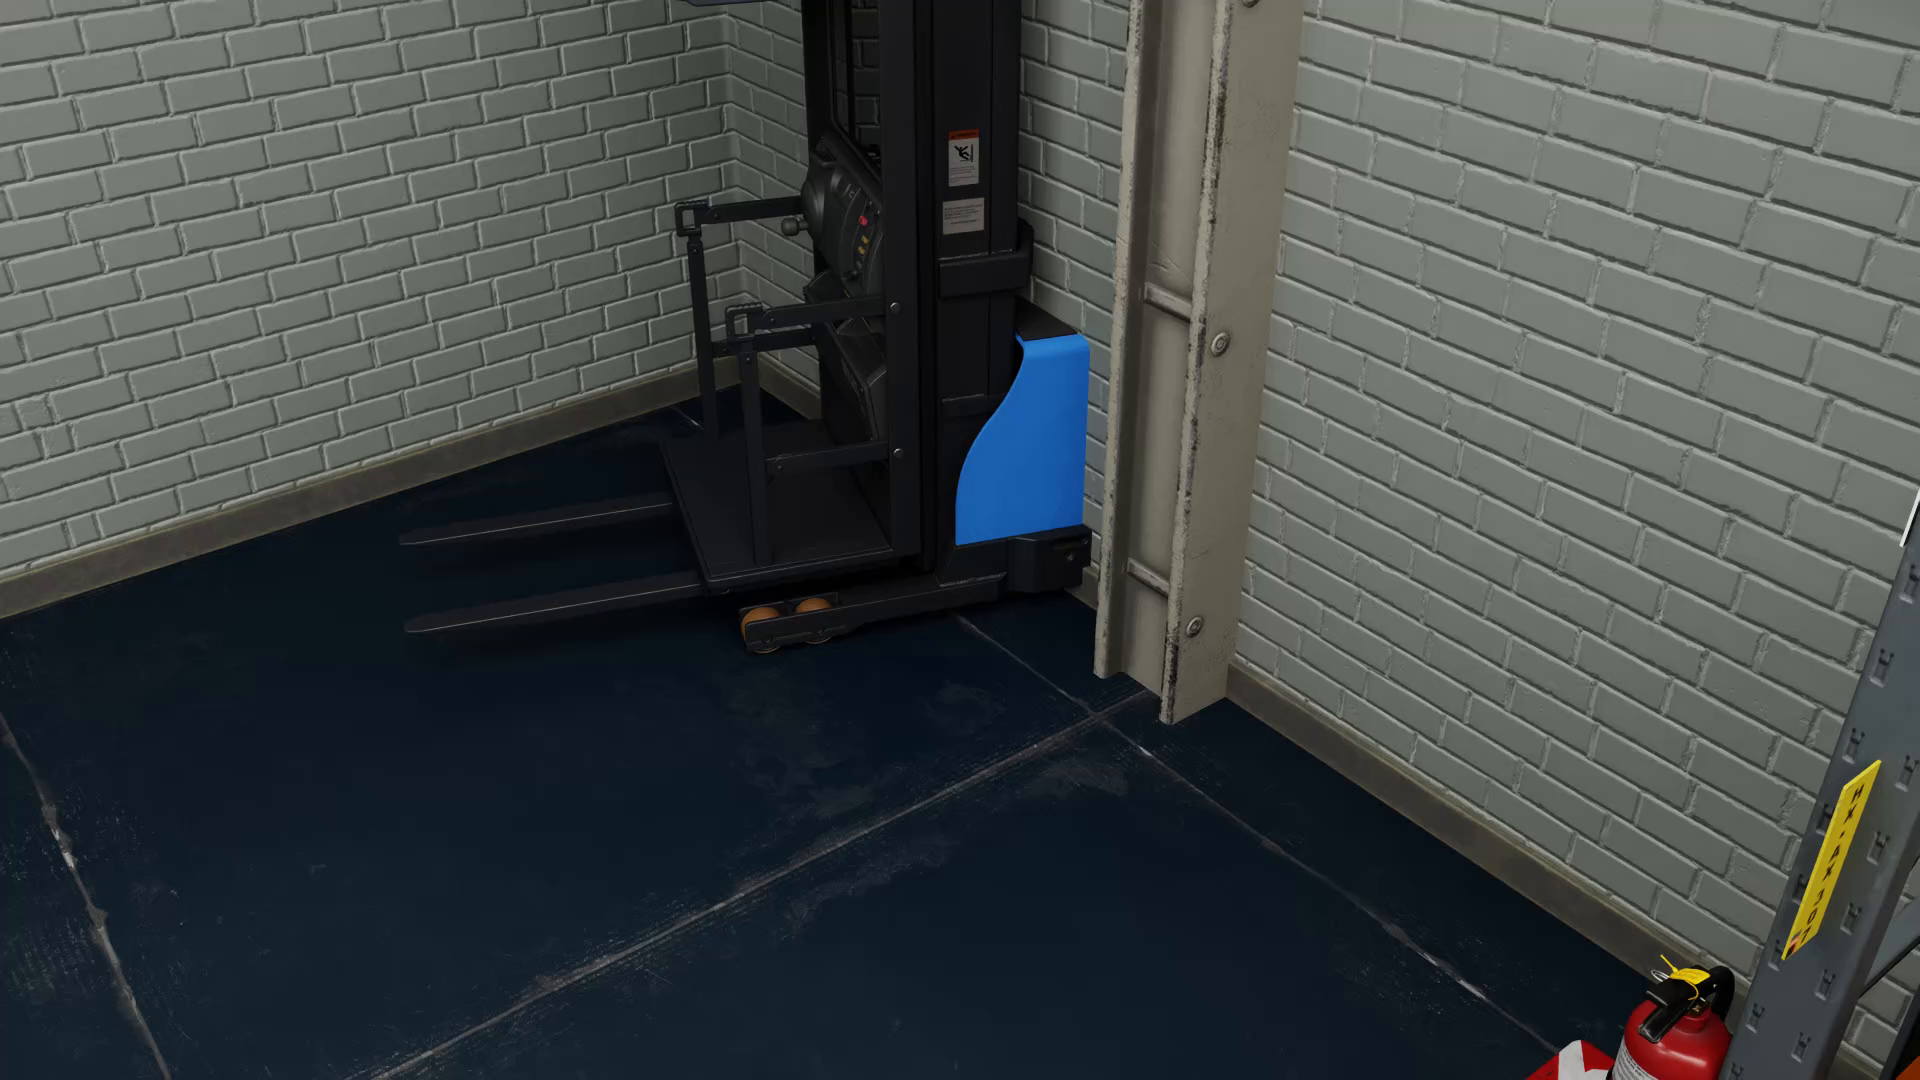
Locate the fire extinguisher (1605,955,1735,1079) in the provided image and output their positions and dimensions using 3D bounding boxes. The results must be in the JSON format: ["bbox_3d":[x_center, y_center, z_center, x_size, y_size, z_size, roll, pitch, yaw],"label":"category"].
[{"bbox_3d":[1.205,0.927,2.840,0.296,0.674,0.183,-22,38,-31],"label":"fire extinguisher"}]

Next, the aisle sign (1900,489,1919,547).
[{"bbox_3d":[1.387,-0.390,2.071,0.394,0.787,0.004,-22,38,-31],"label":"aisle sign"}]

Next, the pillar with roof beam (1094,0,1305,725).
[{"bbox_3d":[-2.681,-1.923,1.317,9.100,9.000,0.400,-22,38,-31],"label":"pillar with roof beam"}]

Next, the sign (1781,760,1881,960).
[{"bbox_3d":[1.232,0.456,2.352,0.100,0.325,0.005,-22,38,-31],"label":"sign"}]

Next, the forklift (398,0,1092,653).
[{"bbox_3d":[-0.600,-1.144,5.814,3.031,2.935,1.130,-10,33,-15],"label":"forklift"}]
